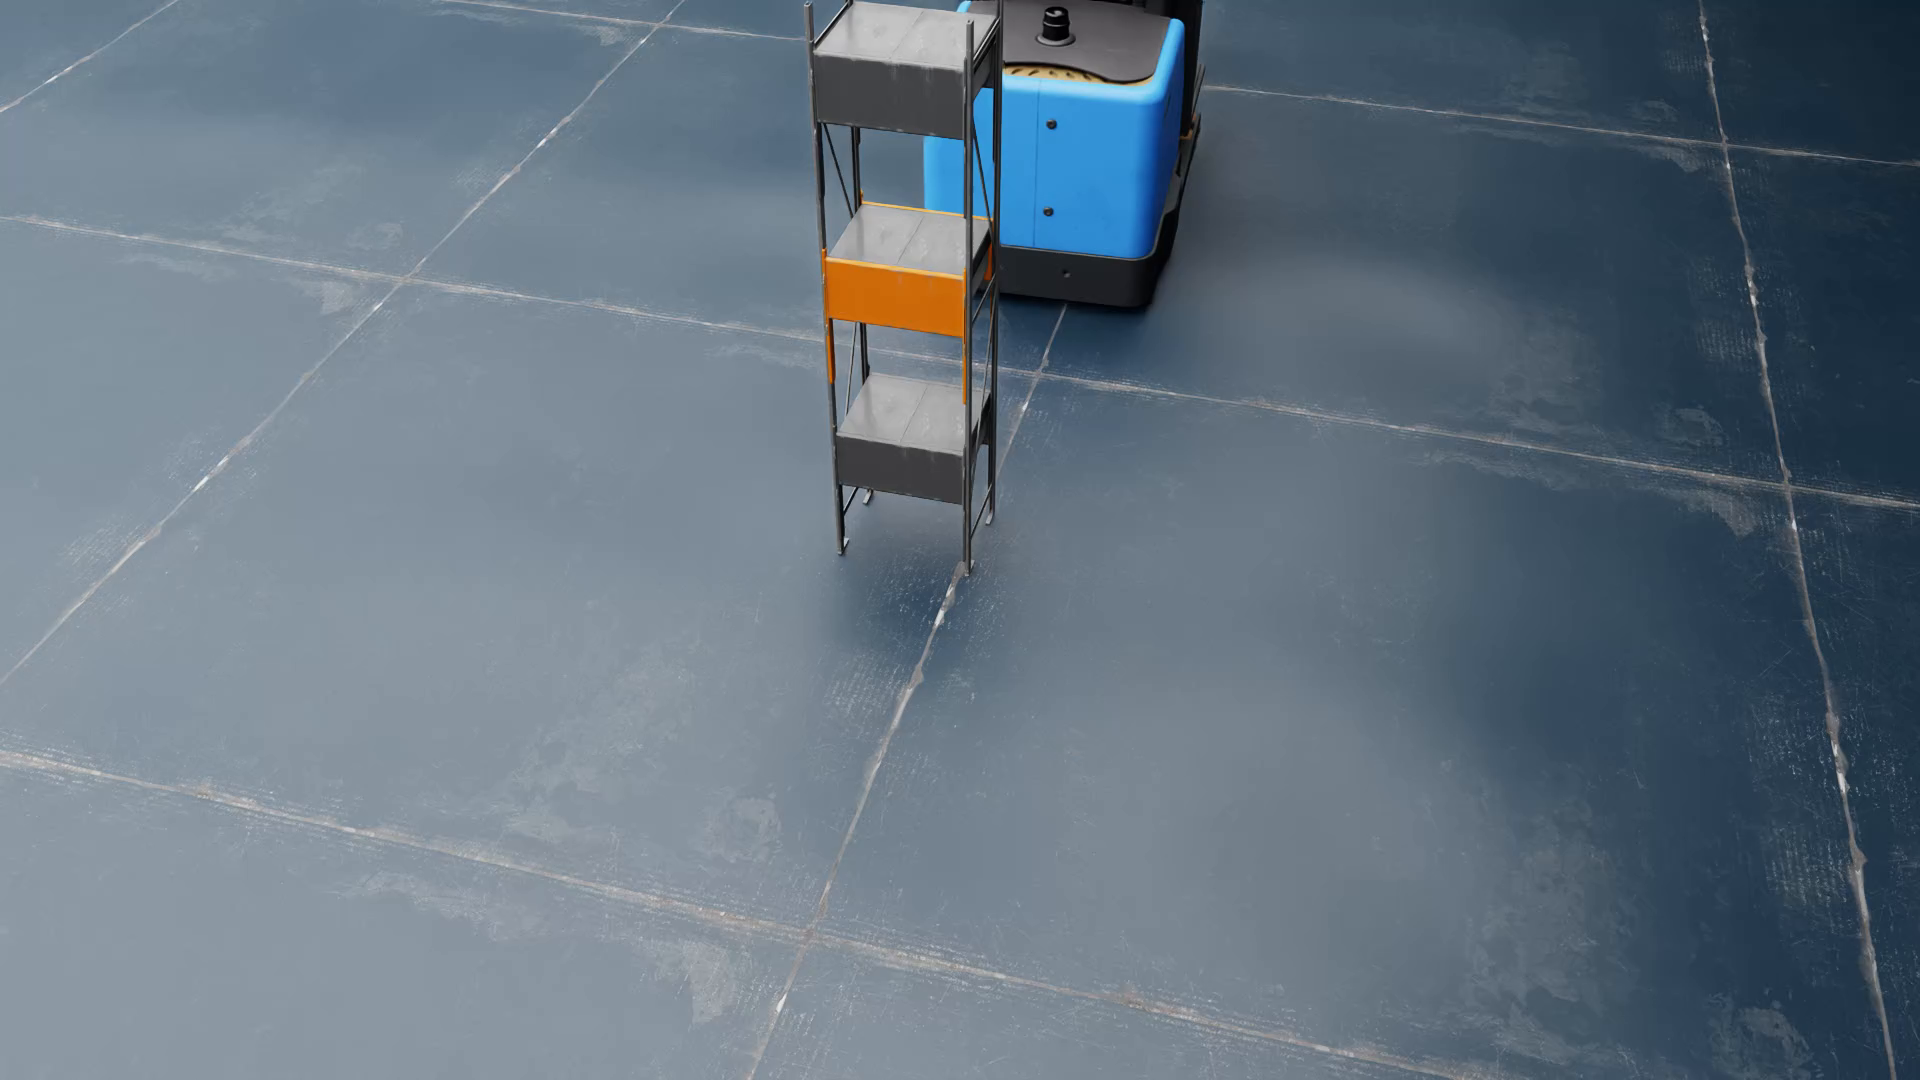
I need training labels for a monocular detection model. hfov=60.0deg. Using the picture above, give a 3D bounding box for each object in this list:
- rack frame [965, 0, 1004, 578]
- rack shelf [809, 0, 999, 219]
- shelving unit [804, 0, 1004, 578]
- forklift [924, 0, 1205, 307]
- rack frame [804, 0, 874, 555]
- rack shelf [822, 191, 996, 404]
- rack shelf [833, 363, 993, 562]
[{"bbox_3d":[0.076,-0.791,5.559,0.015,2.100,0.400,10,41,11],"label":"rack frame"},{"bbox_3d":[-0.160,-1.357,5.166,0.480,0.518,0.431,10,41,11],"label":"rack shelf"},{"bbox_3d":[-0.160,-0.832,5.607,0.503,2.100,0.431,10,41,11],"label":"shelving unit"},{"bbox_3d":[0.646,-3.109,7.673,1.130,2.935,3.031,8,41,9],"label":"forklift"},{"bbox_3d":[-0.396,-0.872,5.656,0.015,2.100,0.400,10,41,11],"label":"rack frame"},{"bbox_3d":[-0.160,-0.821,5.616,0.480,0.518,0.431,10,41,11],"label":"rack shelf"},{"bbox_3d":[-0.160,-0.285,6.066,0.480,0.518,0.431,10,41,11],"label":"rack shelf"}]
